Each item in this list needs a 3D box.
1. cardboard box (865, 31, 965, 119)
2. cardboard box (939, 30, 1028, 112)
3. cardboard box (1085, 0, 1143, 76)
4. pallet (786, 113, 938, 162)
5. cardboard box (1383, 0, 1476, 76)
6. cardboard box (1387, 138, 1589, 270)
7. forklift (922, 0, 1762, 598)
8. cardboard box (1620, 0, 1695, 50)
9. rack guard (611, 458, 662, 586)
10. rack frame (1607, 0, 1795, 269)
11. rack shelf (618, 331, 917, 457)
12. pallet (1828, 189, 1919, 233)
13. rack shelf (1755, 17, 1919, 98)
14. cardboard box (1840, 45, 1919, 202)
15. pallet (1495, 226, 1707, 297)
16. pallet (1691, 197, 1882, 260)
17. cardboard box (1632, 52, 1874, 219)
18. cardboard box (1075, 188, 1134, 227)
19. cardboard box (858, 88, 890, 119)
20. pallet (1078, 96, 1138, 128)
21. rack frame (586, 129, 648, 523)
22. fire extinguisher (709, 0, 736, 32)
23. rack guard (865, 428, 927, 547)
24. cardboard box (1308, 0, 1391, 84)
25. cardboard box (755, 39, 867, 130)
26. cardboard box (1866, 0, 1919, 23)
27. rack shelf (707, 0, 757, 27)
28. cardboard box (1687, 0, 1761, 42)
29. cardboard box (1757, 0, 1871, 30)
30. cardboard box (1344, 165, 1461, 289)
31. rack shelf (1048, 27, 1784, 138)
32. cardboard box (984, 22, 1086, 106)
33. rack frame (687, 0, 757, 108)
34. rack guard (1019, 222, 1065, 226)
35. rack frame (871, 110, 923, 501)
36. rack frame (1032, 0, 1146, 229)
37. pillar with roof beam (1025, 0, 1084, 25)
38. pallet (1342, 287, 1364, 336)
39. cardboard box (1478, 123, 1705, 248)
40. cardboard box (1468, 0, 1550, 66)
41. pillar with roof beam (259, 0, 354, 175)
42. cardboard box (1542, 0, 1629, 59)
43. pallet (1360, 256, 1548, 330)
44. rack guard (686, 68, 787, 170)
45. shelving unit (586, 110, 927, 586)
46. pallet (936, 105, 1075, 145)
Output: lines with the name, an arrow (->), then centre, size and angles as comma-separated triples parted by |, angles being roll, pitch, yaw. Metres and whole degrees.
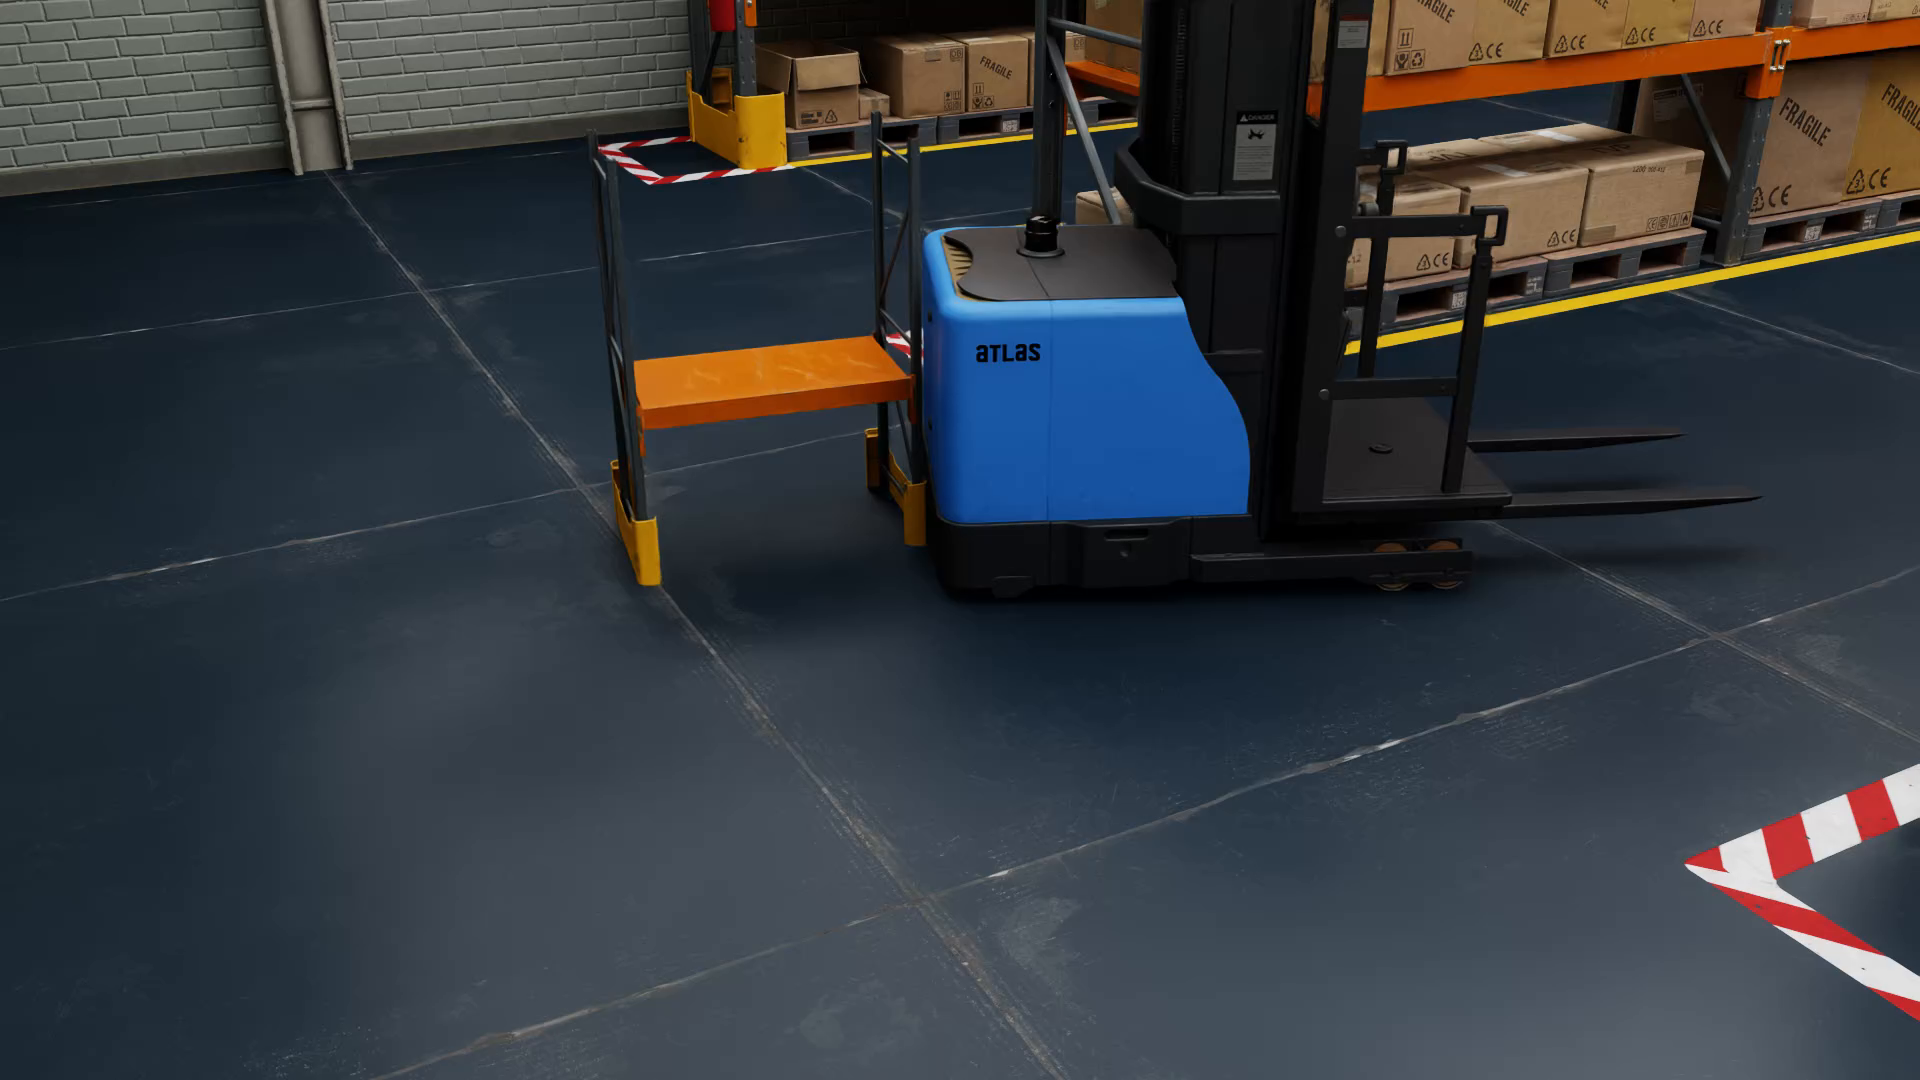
cardboard box -> -0.339, -3.488, 12.453 | 0.500, 0.500, 0.700 | -12, 28, -23
cardboard box -> 0.174, -3.558, 12.598 | 0.500, 0.500, 0.500 | -12, 28, -24
cardboard box -> 0.944, -2.528, 7.934 | 0.500, 0.500, 0.500 | -13, 28, -25
pallet -> -0.926, -3.099, 12.462 | 1.213, 0.211, 1.003 | -13, 29, -25
cardboard box -> 2.092, -2.527, 7.932 | 0.500, 0.500, 0.500 | -13, 29, -25
cardboard box -> 2.778, -1.863, 9.139 | 0.875, 0.438, 0.875 | -14, 29, -27
forklift -> 1.393, -1.367, 5.711 | 3.031, 2.935, 1.130 | -2, 26, -4
cardboard box -> 3.432, -2.844, 8.593 | 0.500, 0.500, 0.500 | -14, 29, -26
rack guard -> -1.192, -0.073, 6.114 | 0.087, 0.250, 0.587 | -8, 27, -17
rack frame -> 4.172, -3.098, 9.237 | 0.127, 3.000, 1.000 | -13, 29, -25
rack shelf -> -0.712, -0.544, 6.067 | 1.000, 0.185, 0.538 | -8, 27, -17
pallet -> 5.896, -2.277, 10.749 | 1.213, 0.211, 1.003 | -13, 29, -25
rack shelf -> 5.937, -3.181, 10.241 | 4.000, 0.370, 1.077 | -13, 29, -25
cardboard box -> 5.475, -2.673, 10.322 | 0.875, 0.875, 0.875 | -12, 28, -24
pallet -> 3.465, -1.716, 9.580 | 1.213, 0.211, 1.003 | -13, 29, -25
pallet -> 4.818, -2.027, 10.228 | 1.213, 0.211, 1.003 | -13, 29, -25
cardboard box -> 4.682, -2.486, 9.933 | 0.875, 0.875, 0.875 | -12, 28, -24
cardboard box -> 1.178, -1.490, 8.363 | 0.875, 0.438, 0.875 | -14, 29, -27
cardboard box -> -0.719, -3.242, 12.346 | 0.250, 0.149, 0.380 | -14, 29, -27
pallet -> 1.227, -3.596, 13.497 | 1.213, 0.211, 1.003 | -13, 29, -25
rack frame -> -1.194, -0.636, 5.843 | 0.032, 1.500, 0.500 | -8, 27, -17
fire extinguisher -> -1.608, -3.769, 11.154 | 0.183, 0.674, 0.296 | -13, 29, -25
rack guard -> -0.248, -0.211, 6.400 | 0.087, 0.250, 0.587 | -8, 27, -17
cardboard box -> 1.635, -2.430, 7.731 | 0.500, 0.500, 0.500 | -13, 29, -26
cardboard box -> -1.112, -3.331, 12.120 | 0.637, 0.503, 0.797 | -14, 29, -27
cardboard box -> 5.141, -3.125, 9.467 | 0.500, 0.250, 0.500 | -14, 29, -26
rack shelf -> 0.069, -4.261, 12.491 | 4.000, 0.370, 1.077 | -13, 29, -25
cardboard box -> 3.883, -2.951, 8.815 | 0.500, 0.500, 0.500 | -13, 28, -25
cardboard box -> 4.685, -3.019, 9.246 | 0.500, 0.250, 0.500 | -14, 29, -26
cardboard box -> 1.982, -1.680, 8.758 | 0.875, 0.438, 0.875 | -12, 28, -24
rack shelf -> 2.408, -2.366, 8.544 | 4.000, 0.370, 1.077 | -13, 29, -25
cardboard box -> 0.577, -3.700, 12.893 | 0.500, 0.500, 0.700 | -14, 29, -27
rack frame -> -1.696, -4.178, 11.487 | 0.127, 3.000, 1.000 | -13, 29, -25
rack guard -> 0.622, -1.152, 8.071 | 0.348, 0.500, 1.175 | -13, 29, -25
rack frame -> -0.230, -0.777, 6.135 | 0.032, 1.500, 0.500 | -8, 27, -17
rack frame -> 0.643, -2.283, 7.540 | 0.127, 3.000, 1.000 | -13, 29, -25
pillar with roof beam -> 2.821, -6.256, 8.882 | 0.400, 9.000, 9.100 | -13, 29, -25
pallet -> 1.312, -1.219, 8.545 | 1.213, 0.211, 1.003 | -13, 29, -25
cardboard box -> 3.568, -2.045, 9.520 | 0.875, 0.438, 0.875 | -13, 29, -26
cardboard box -> 2.526, -2.635, 8.158 | 0.500, 0.500, 0.500 | -12, 28, -23
pillar with roof beam -> -2.474, -5.034, 6.337 | 0.400, 9.000, 9.100 | -13, 29, -25
cardboard box -> 2.995, -2.736, 8.368 | 0.500, 0.500, 0.500 | -13, 29, -26
pallet -> 2.387, -1.466, 9.059 | 1.213, 0.211, 1.003 | -13, 29, -25
rack guard -> -1.629, -3.067, 12.060 | 0.348, 0.500, 1.175 | -13, 29, -25
shelving unit -> -0.720, -0.705, 5.986 | 1.083, 1.500, 0.587 | -8, 27, -17
pallet -> 0.149, -3.346, 12.976 | 1.213, 0.211, 1.003 | -13, 29, -25
